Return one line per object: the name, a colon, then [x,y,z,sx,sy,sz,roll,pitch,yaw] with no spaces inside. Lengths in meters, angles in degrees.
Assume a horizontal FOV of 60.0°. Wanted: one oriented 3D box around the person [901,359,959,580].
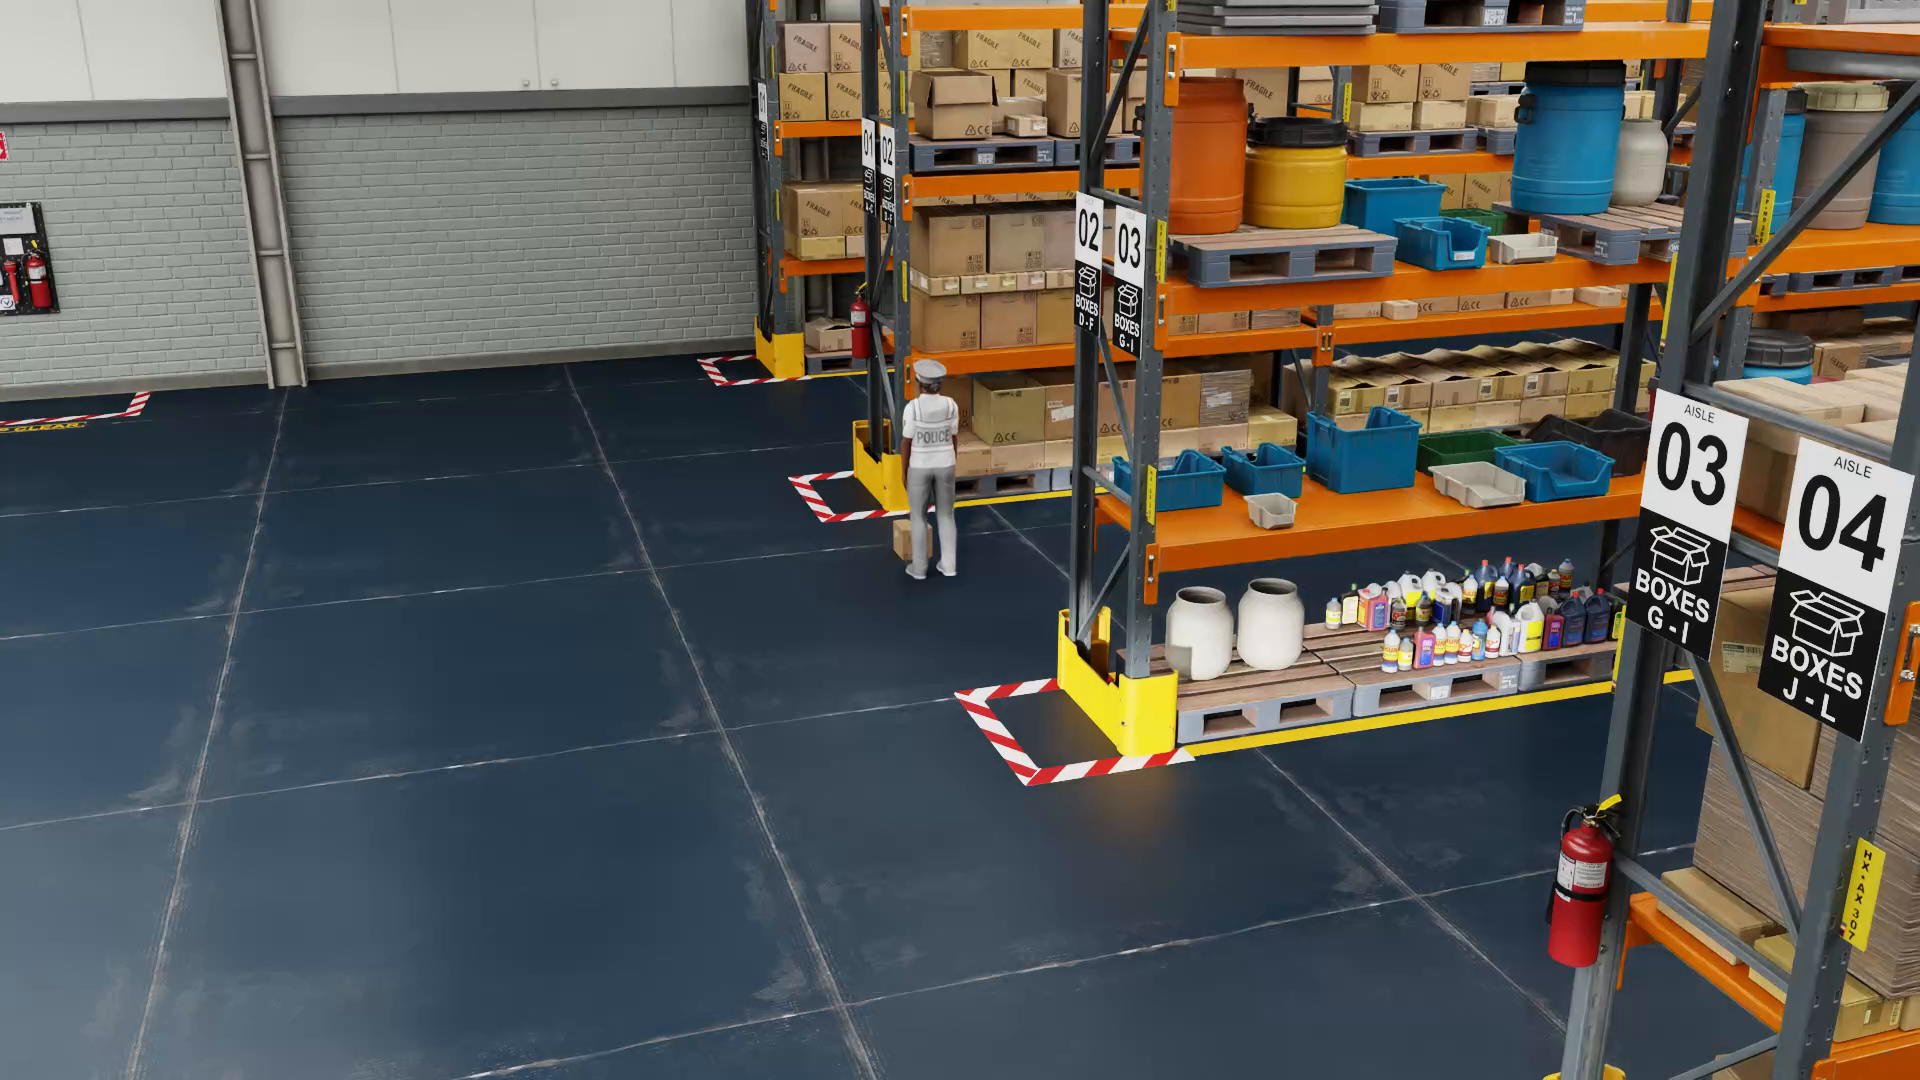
person: [-0.237,-0.525,12.545,0.443,1.677,0.337,-6,20,-16]
